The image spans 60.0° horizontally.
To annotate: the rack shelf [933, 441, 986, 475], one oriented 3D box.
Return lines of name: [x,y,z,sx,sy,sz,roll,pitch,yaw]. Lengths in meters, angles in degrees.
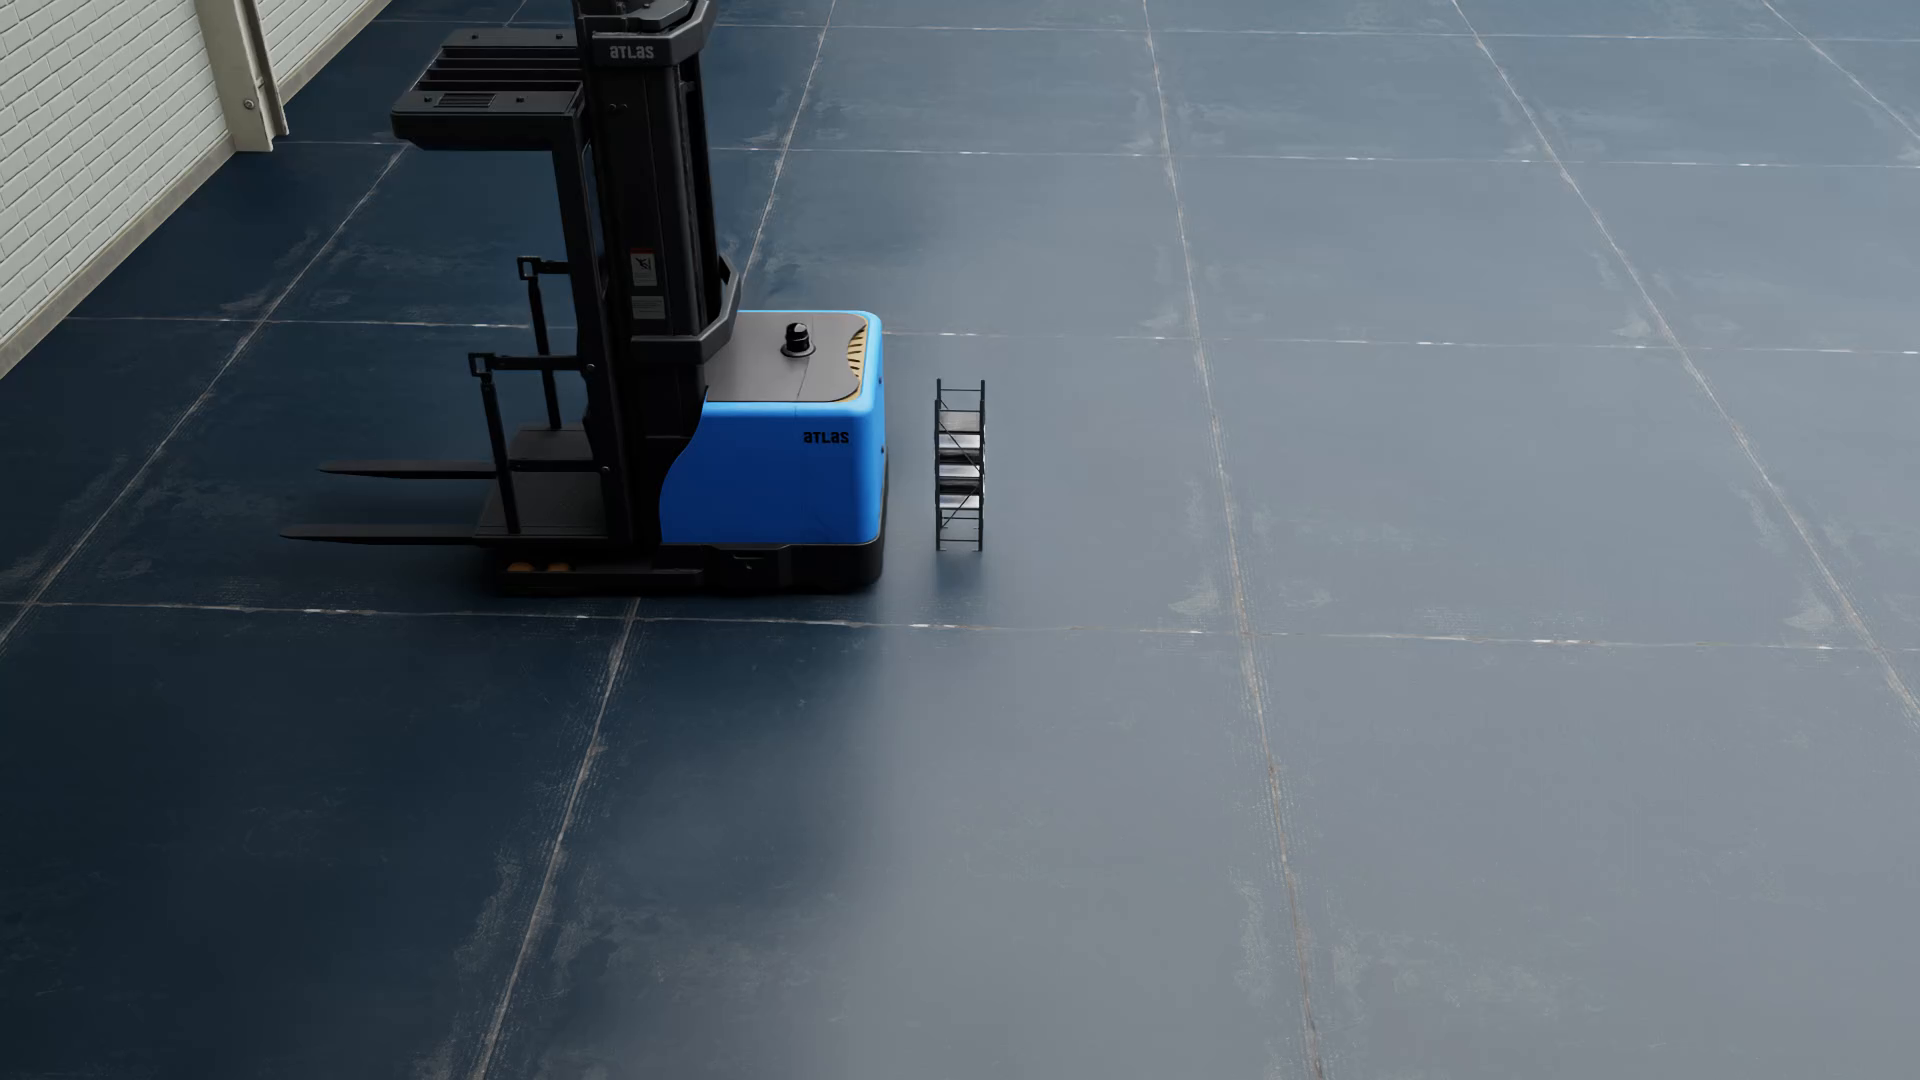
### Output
rack shelf: [0.000,-0.419,8.411,0.258,0.077,0.200,1,35,2]

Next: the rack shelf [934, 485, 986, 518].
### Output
rack shelf: [0.000,-0.198,8.566,0.258,0.077,0.200,1,35,2]

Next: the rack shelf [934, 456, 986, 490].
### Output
rack shelf: [0.000,-0.346,8.463,0.258,0.077,0.200,1,35,2]

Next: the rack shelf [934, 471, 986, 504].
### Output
rack shelf: [0.000,-0.272,8.515,0.258,0.077,0.200,1,35,2]

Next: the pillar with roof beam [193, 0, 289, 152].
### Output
pillar with roof beam: [-1.244,-6.743,10.464,9.100,9.000,0.400,1,35,2]

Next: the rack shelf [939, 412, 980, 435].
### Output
rack shelf: [0.000,-0.583,8.296,0.221,0.026,0.190,1,35,2]

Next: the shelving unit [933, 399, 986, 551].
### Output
shelving unit: [0.000,-0.371,8.442,0.258,0.900,0.205,1,35,2]

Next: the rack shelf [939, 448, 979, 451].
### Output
rack shelf: [0.000,-0.505,8.351,0.199,0.015,0.184,1,35,2]

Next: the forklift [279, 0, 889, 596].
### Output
forklift: [-1.905,-1.201,7.910,3.031,2.867,1.129,0,35,0]

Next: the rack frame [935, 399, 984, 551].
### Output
rack frame: [-0.004,-0.314,8.360,0.240,0.900,0.006,1,35,2]
